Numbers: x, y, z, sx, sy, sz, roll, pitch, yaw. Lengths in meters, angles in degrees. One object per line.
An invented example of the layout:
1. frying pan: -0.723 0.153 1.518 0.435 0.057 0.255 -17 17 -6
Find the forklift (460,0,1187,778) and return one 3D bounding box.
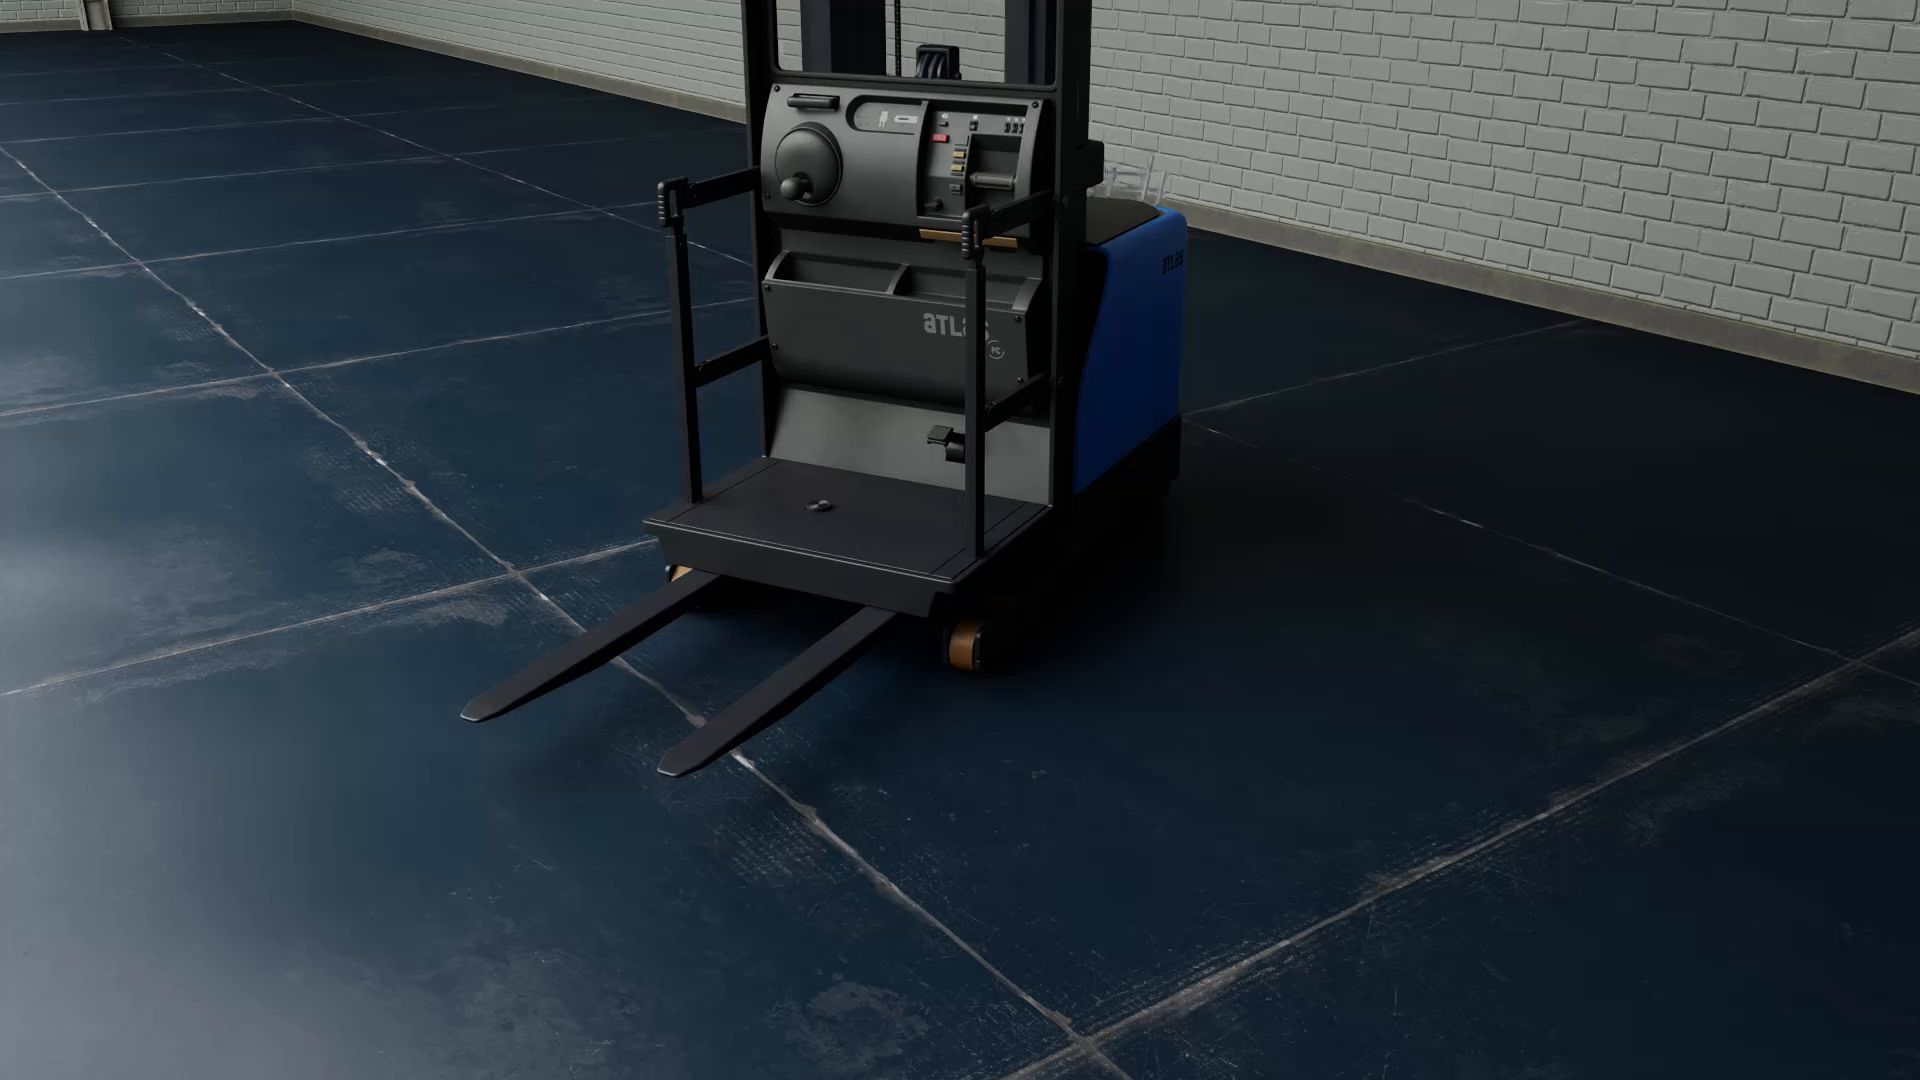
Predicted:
1. forklift: -0.280 -1.155 4.837 1.130 2.935 3.031 11 24 25

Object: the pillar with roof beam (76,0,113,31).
1. pillar with roof beam: -10.757 -10.738 20.663 0.400 9.000 9.100 -15 26 -33

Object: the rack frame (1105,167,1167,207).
1. rack frame: 0.616 -0.947 6.833 0.240 1.200 0.006 10 -4 24

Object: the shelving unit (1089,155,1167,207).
1. shelving unit: 0.581 -0.960 6.749 0.258 1.200 0.189 10 -4 24

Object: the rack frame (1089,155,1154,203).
1. rack frame: 0.546 -0.973 6.666 0.240 1.200 0.006 10 -4 24
